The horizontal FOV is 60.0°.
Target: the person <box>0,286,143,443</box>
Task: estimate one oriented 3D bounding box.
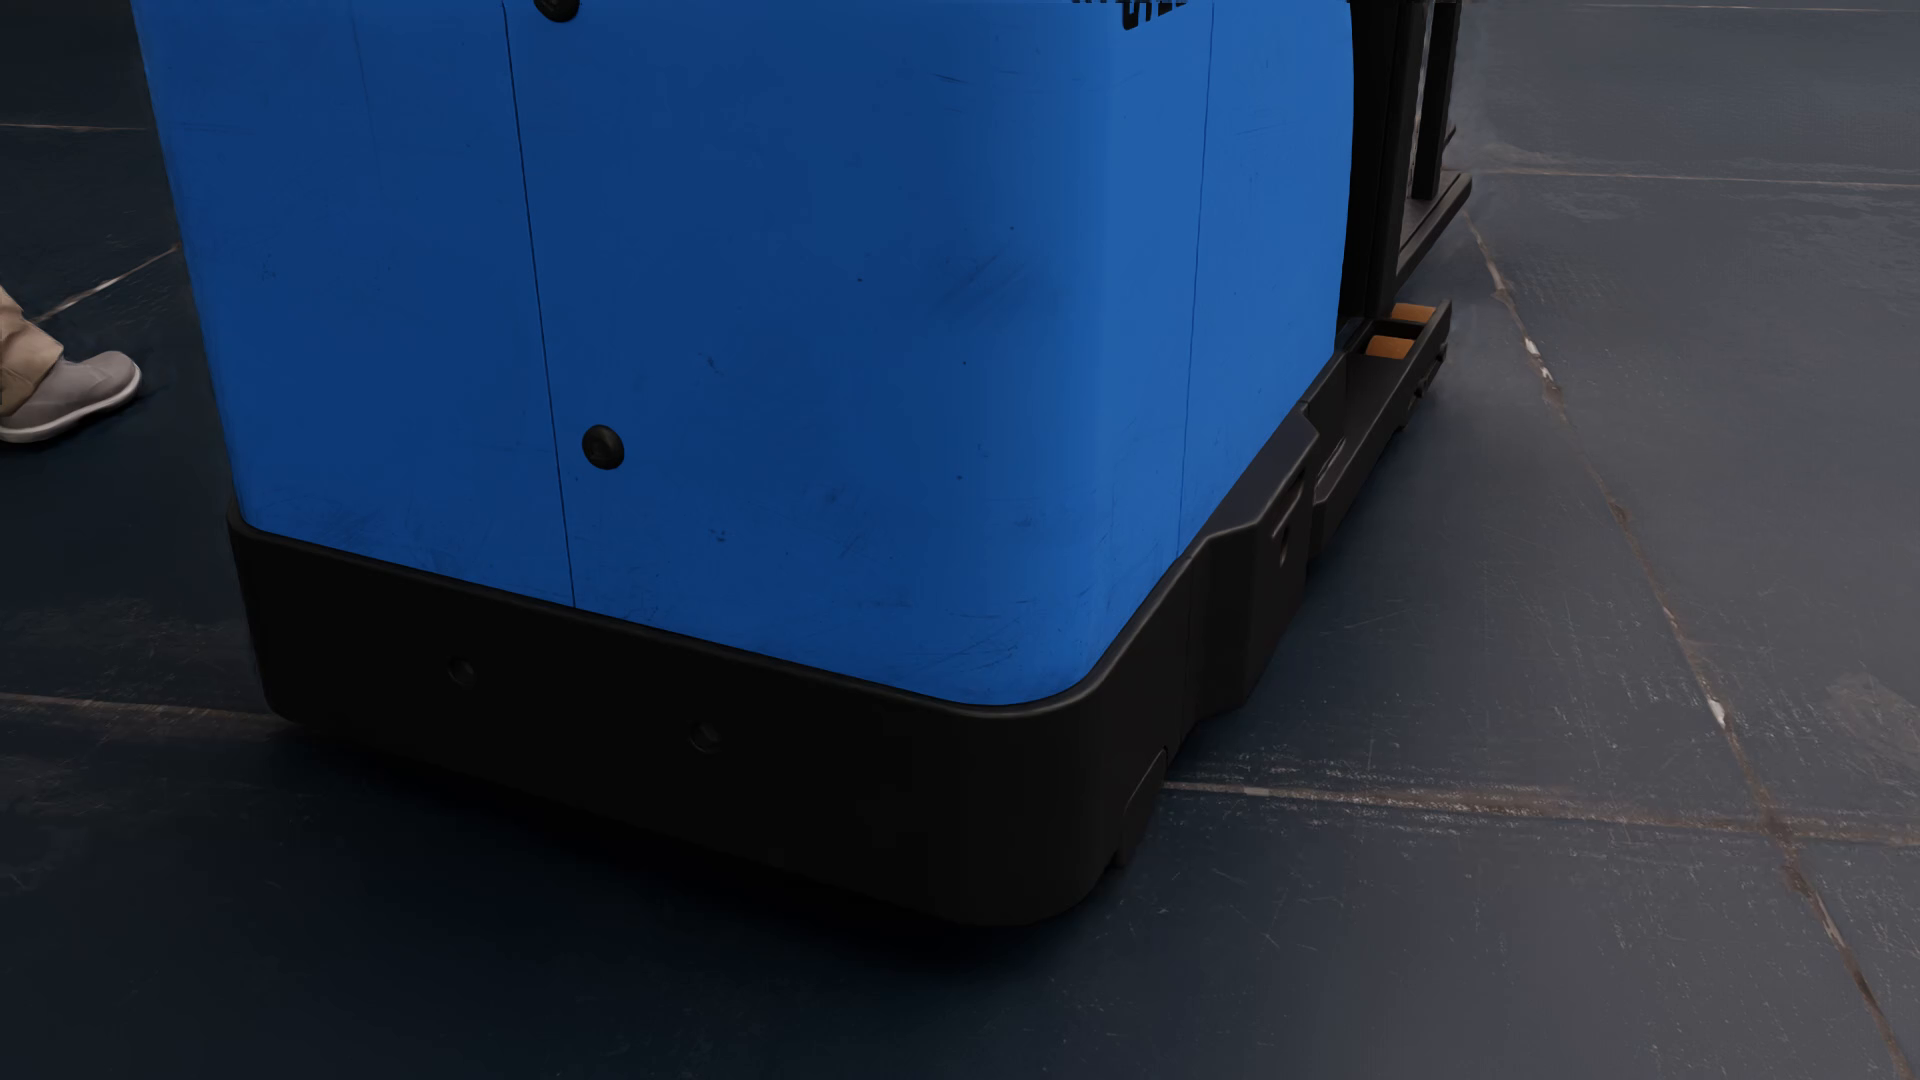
[{"bbox_3d":[-2.142,-0.817,2.440,1.148,1.548,1.002,8,28,15],"label":"person"}]

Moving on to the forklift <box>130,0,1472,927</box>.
[{"bbox_3d":[0.248,-1.571,2.367,1.130,2.935,3.031,12,29,22],"label":"forklift"}]
